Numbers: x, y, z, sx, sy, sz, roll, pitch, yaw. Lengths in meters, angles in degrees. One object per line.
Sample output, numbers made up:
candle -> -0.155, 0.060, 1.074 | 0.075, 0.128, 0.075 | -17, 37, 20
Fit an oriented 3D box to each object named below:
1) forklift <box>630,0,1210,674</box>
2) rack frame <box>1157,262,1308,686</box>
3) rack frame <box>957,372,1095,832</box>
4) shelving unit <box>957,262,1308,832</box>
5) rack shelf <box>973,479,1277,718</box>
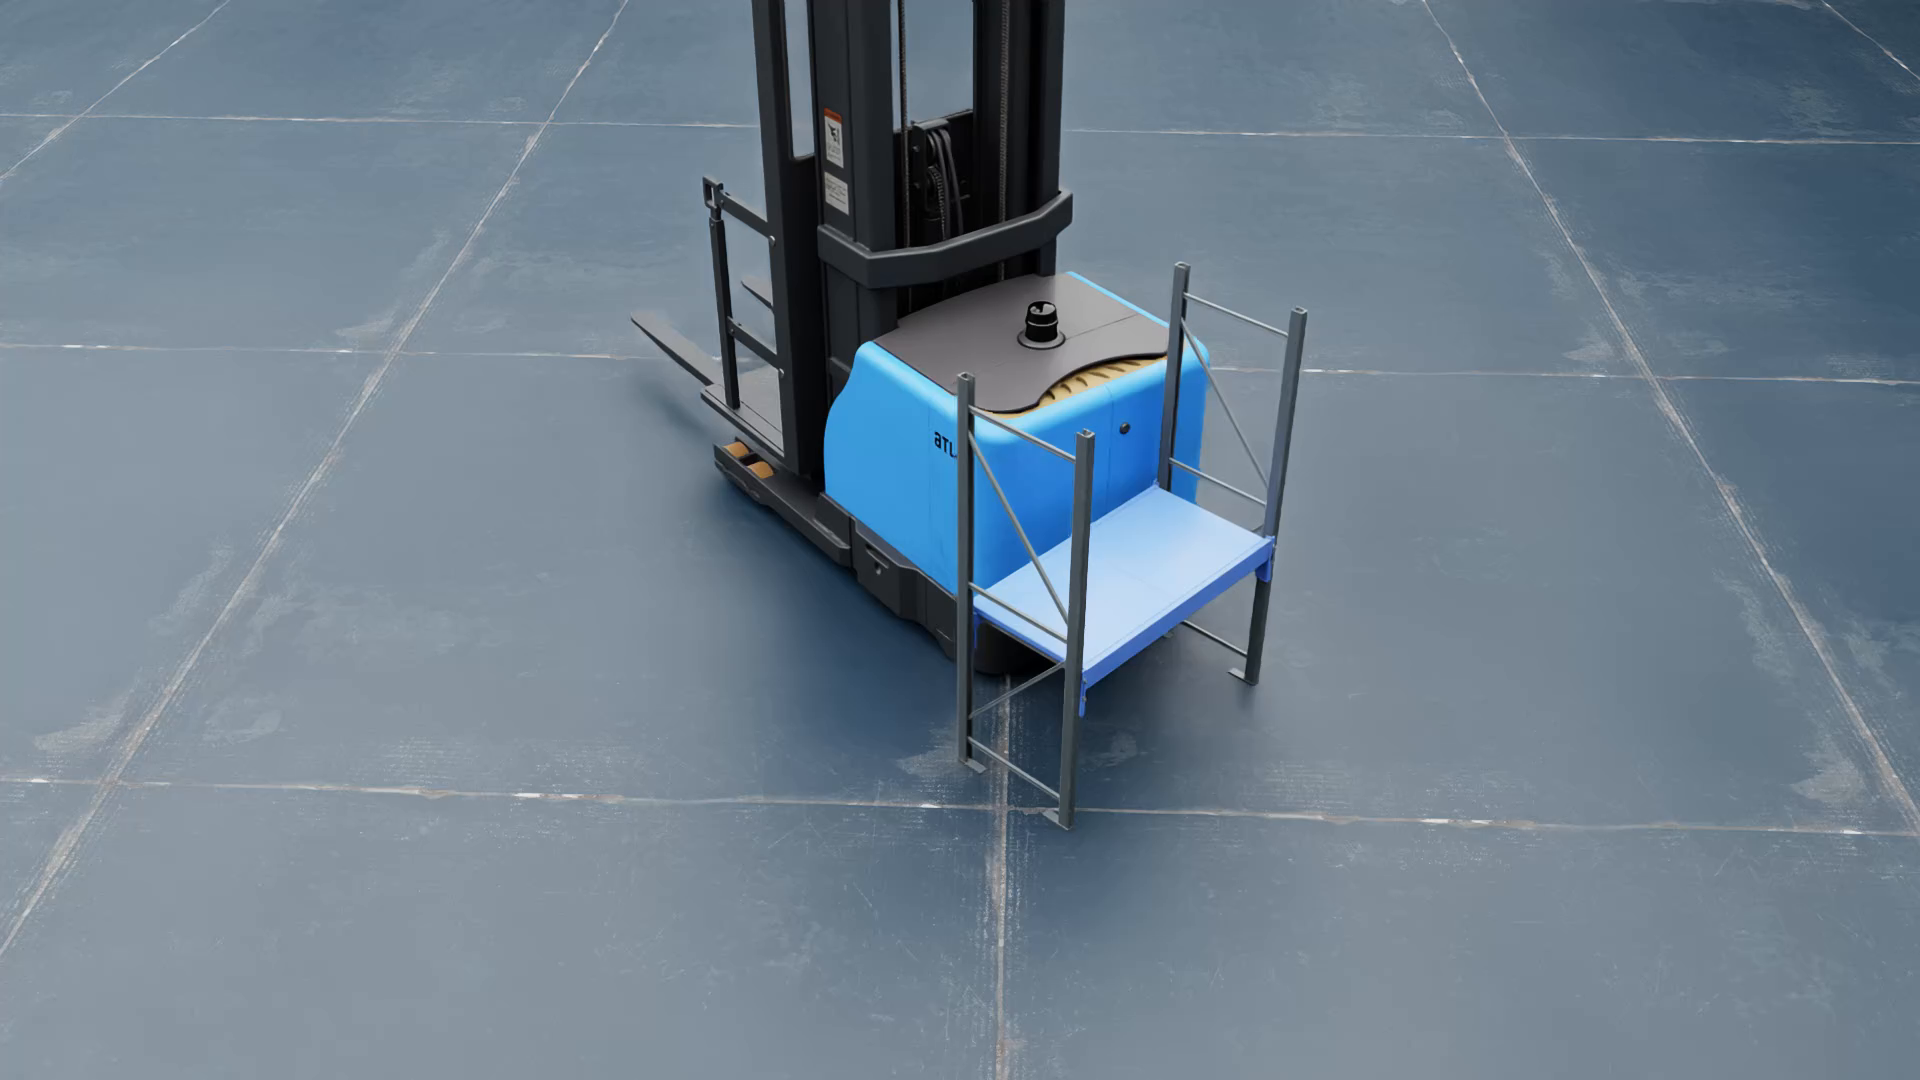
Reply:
forklift -> -0.388, -1.513, 6.354 | 1.130, 2.935, 3.031 | -24, 41, -30
rack frame -> 0.889, -0.191, 5.717 | 0.500, 1.500, 0.032 | 29, 44, 35
rack frame -> 0.182, 0.229, 5.120 | 0.500, 1.500, 0.032 | 29, 44, 35
shelving unit -> 0.535, 0.019, 5.419 | 0.538, 1.500, 1.048 | 29, 44, 35
rack shelf -> 0.535, 0.166, 5.522 | 0.538, 0.185, 1.000 | 29, 44, 35
